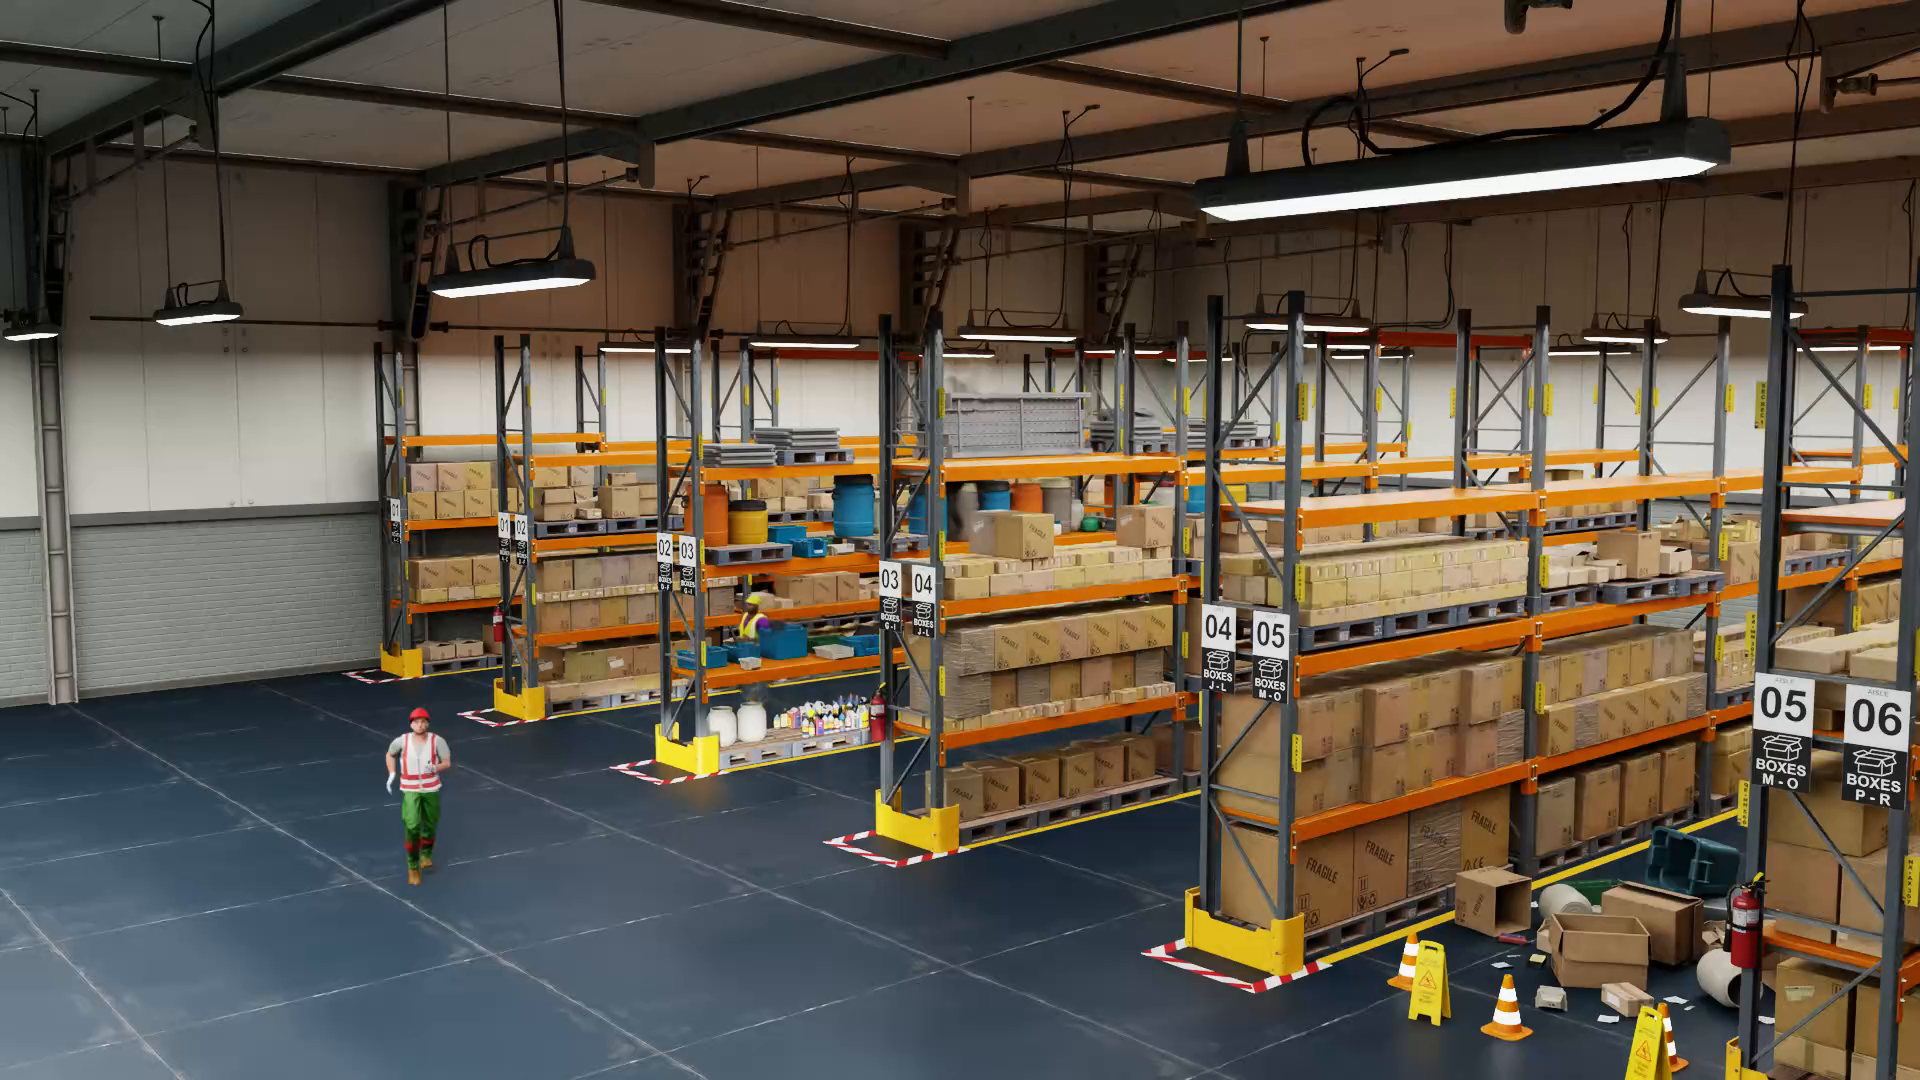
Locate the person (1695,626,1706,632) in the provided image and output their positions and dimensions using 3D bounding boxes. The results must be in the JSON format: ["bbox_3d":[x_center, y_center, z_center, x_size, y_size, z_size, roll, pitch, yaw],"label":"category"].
[{"bbox_3d":[11.027,2.095,24.714,0.573,1.654,0.637,-3,6,-30],"label":"person"}]

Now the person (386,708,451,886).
[{"bbox_3d":[-5.687,2.681,17.510,0.643,1.844,0.769,-2,6,-23],"label":"person"}]

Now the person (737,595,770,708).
[{"bbox_3d":[-3.165,1.727,25.121,0.692,1.802,0.660,4,6,36],"label":"person"}]
